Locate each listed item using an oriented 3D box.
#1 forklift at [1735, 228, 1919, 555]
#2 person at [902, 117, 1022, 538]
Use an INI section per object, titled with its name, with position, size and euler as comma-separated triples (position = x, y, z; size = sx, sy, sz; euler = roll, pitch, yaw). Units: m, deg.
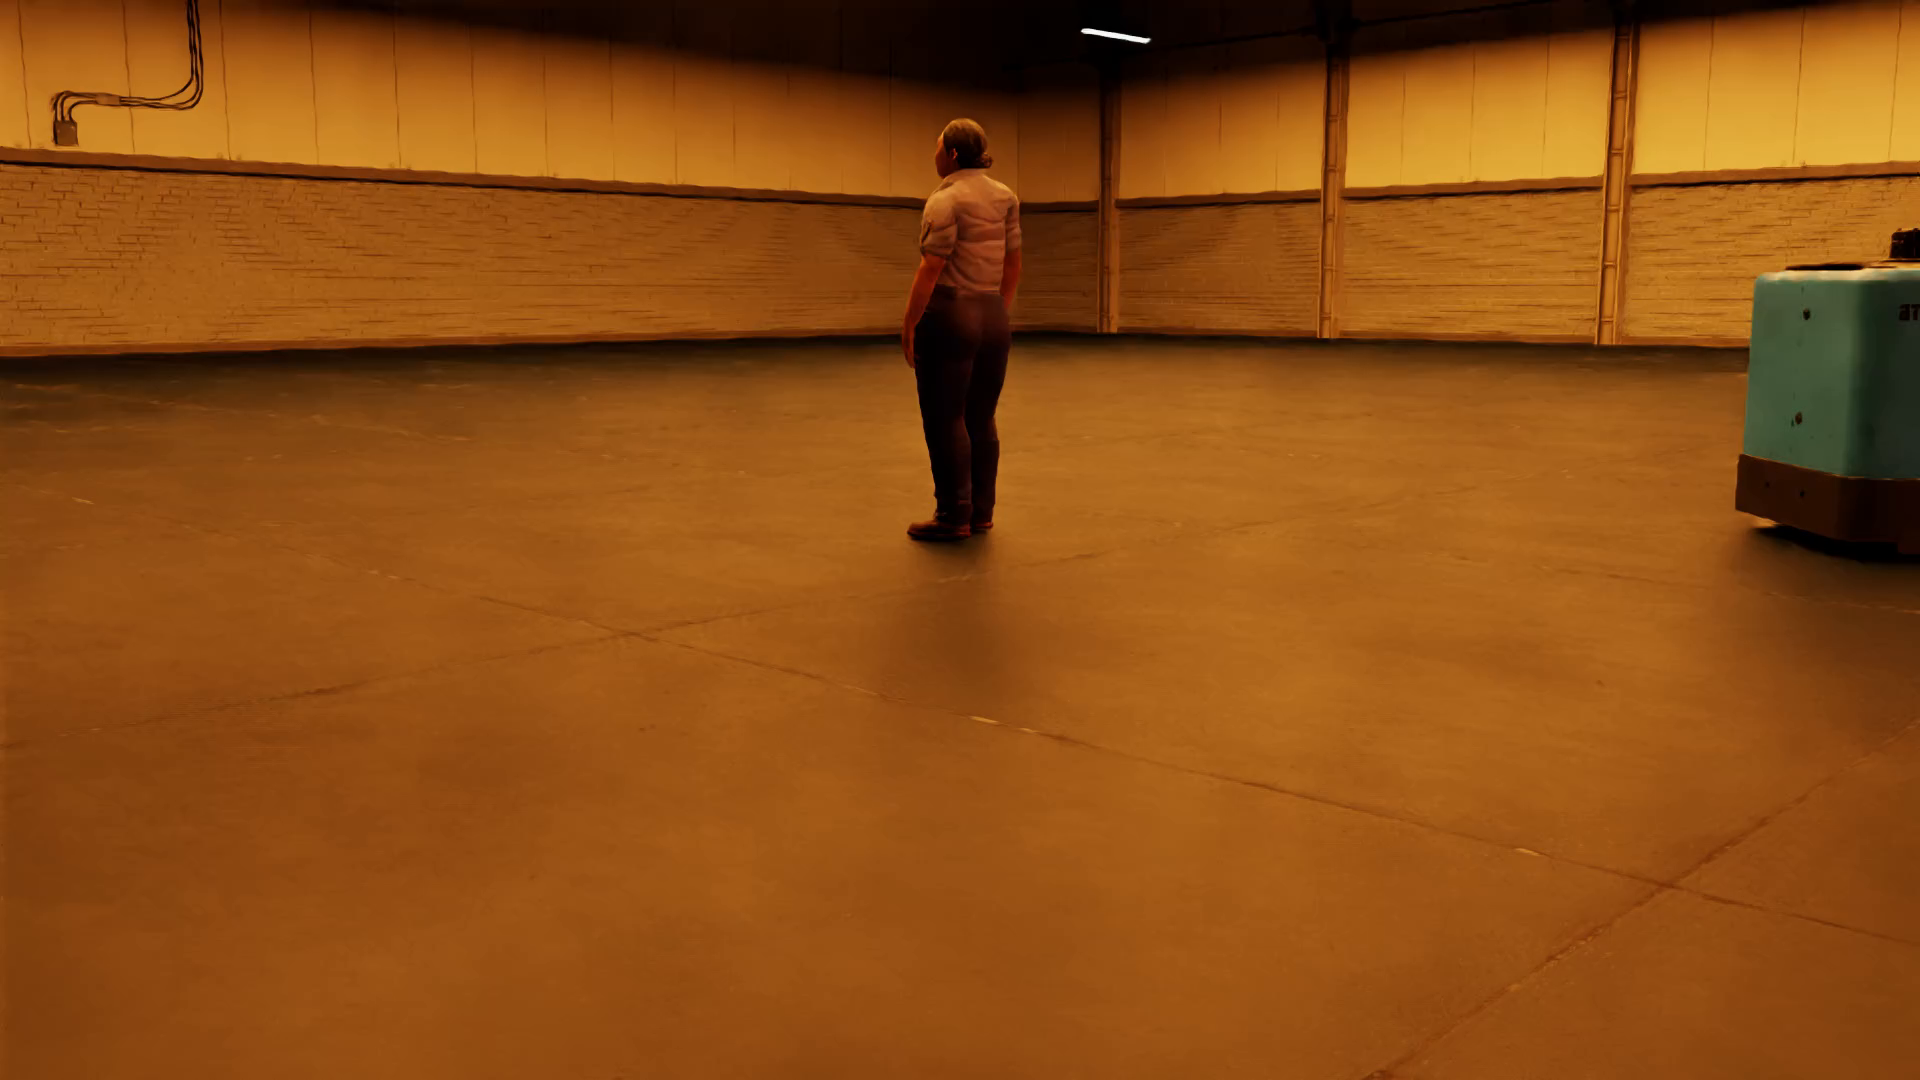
[forklift]
position = 4.813, -1.438, 6.422
size = 3.031, 2.935, 1.130
euler = 0, 9, 2
[person]
position = -0.049, -0.834, 6.671
size = 0.502, 1.650, 0.599
euler = 8, 12, 43
